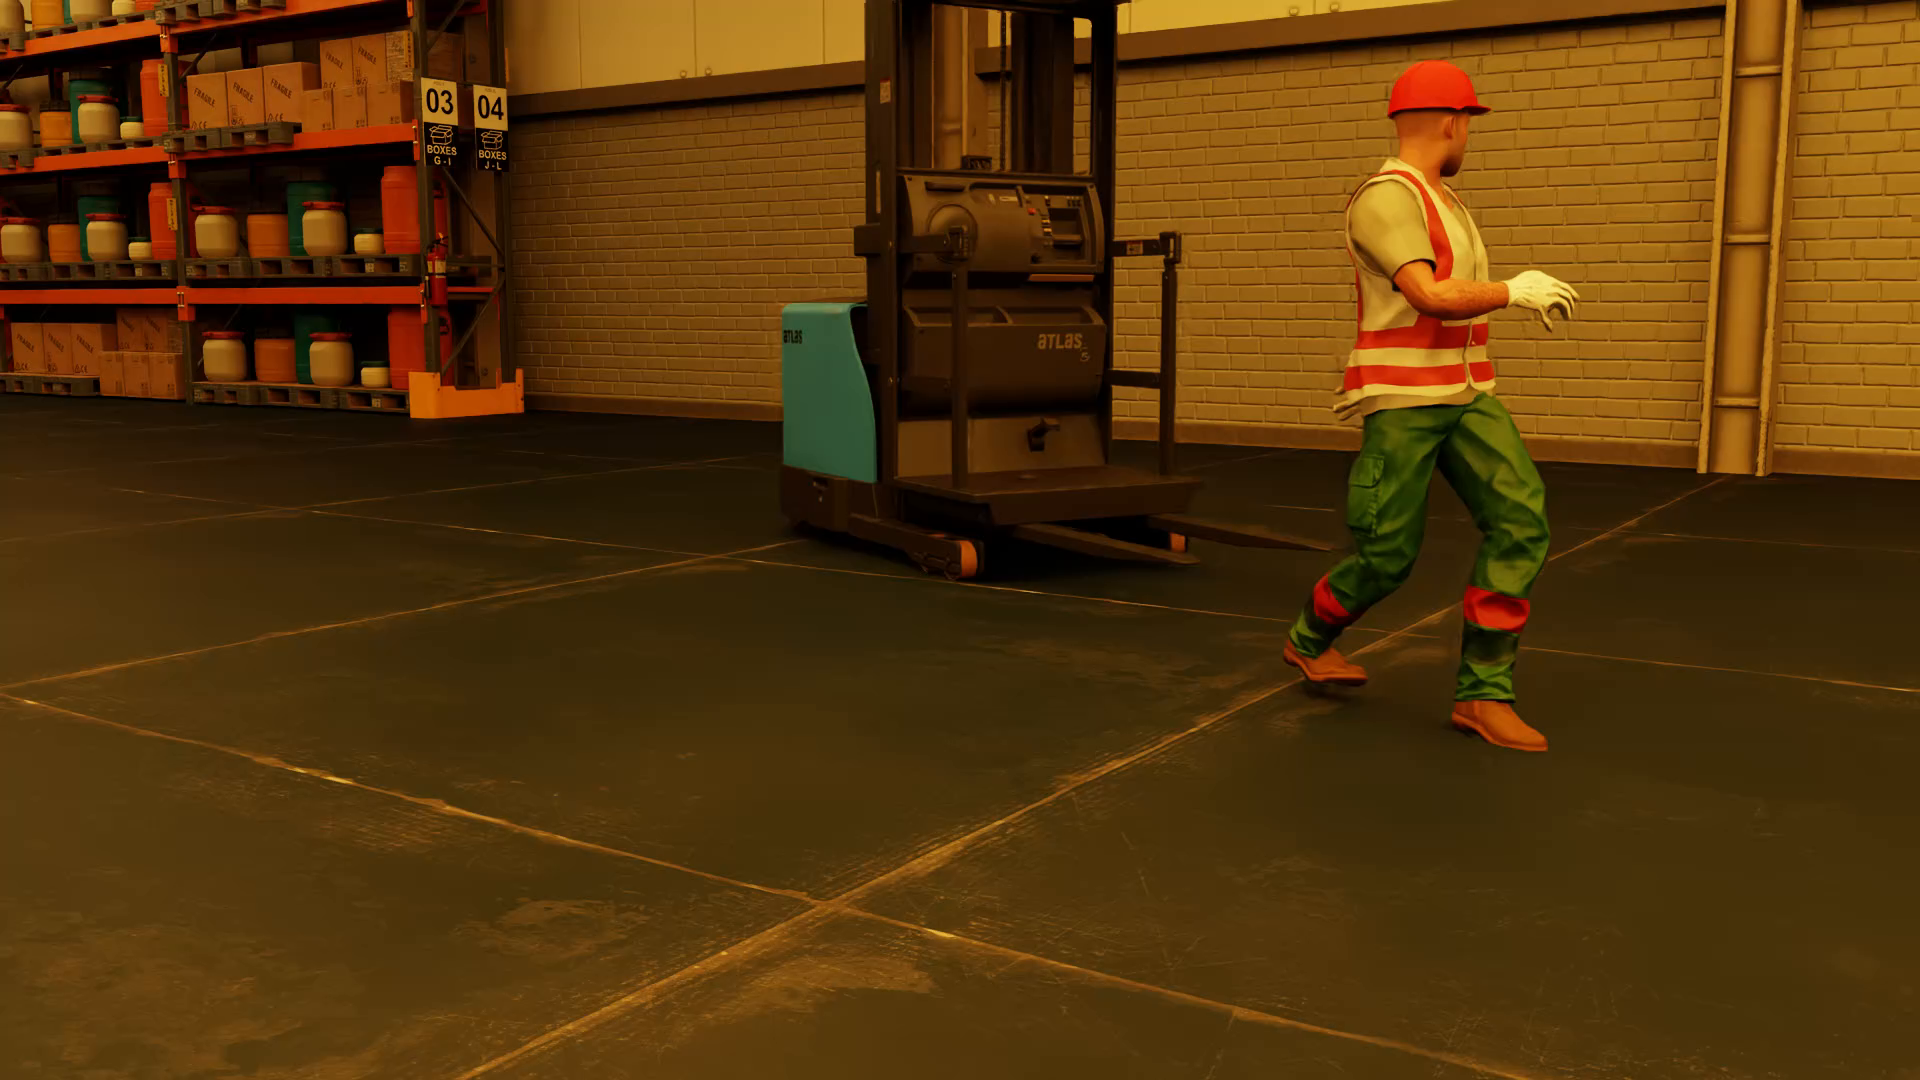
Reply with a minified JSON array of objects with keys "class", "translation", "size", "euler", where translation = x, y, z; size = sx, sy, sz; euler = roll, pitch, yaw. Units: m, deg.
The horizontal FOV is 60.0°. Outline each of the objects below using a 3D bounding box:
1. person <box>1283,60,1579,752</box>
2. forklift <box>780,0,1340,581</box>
[{"class":"person","translation":[1.195,-0.372,4.313],"size":[0.569,1.698,0.932],"euler":[-6,10,-35]},{"class":"forklift","translation":[0.299,-1.362,6.773],"size":[1.130,2.935,3.031],"euler":[-4,9,-29]}]
